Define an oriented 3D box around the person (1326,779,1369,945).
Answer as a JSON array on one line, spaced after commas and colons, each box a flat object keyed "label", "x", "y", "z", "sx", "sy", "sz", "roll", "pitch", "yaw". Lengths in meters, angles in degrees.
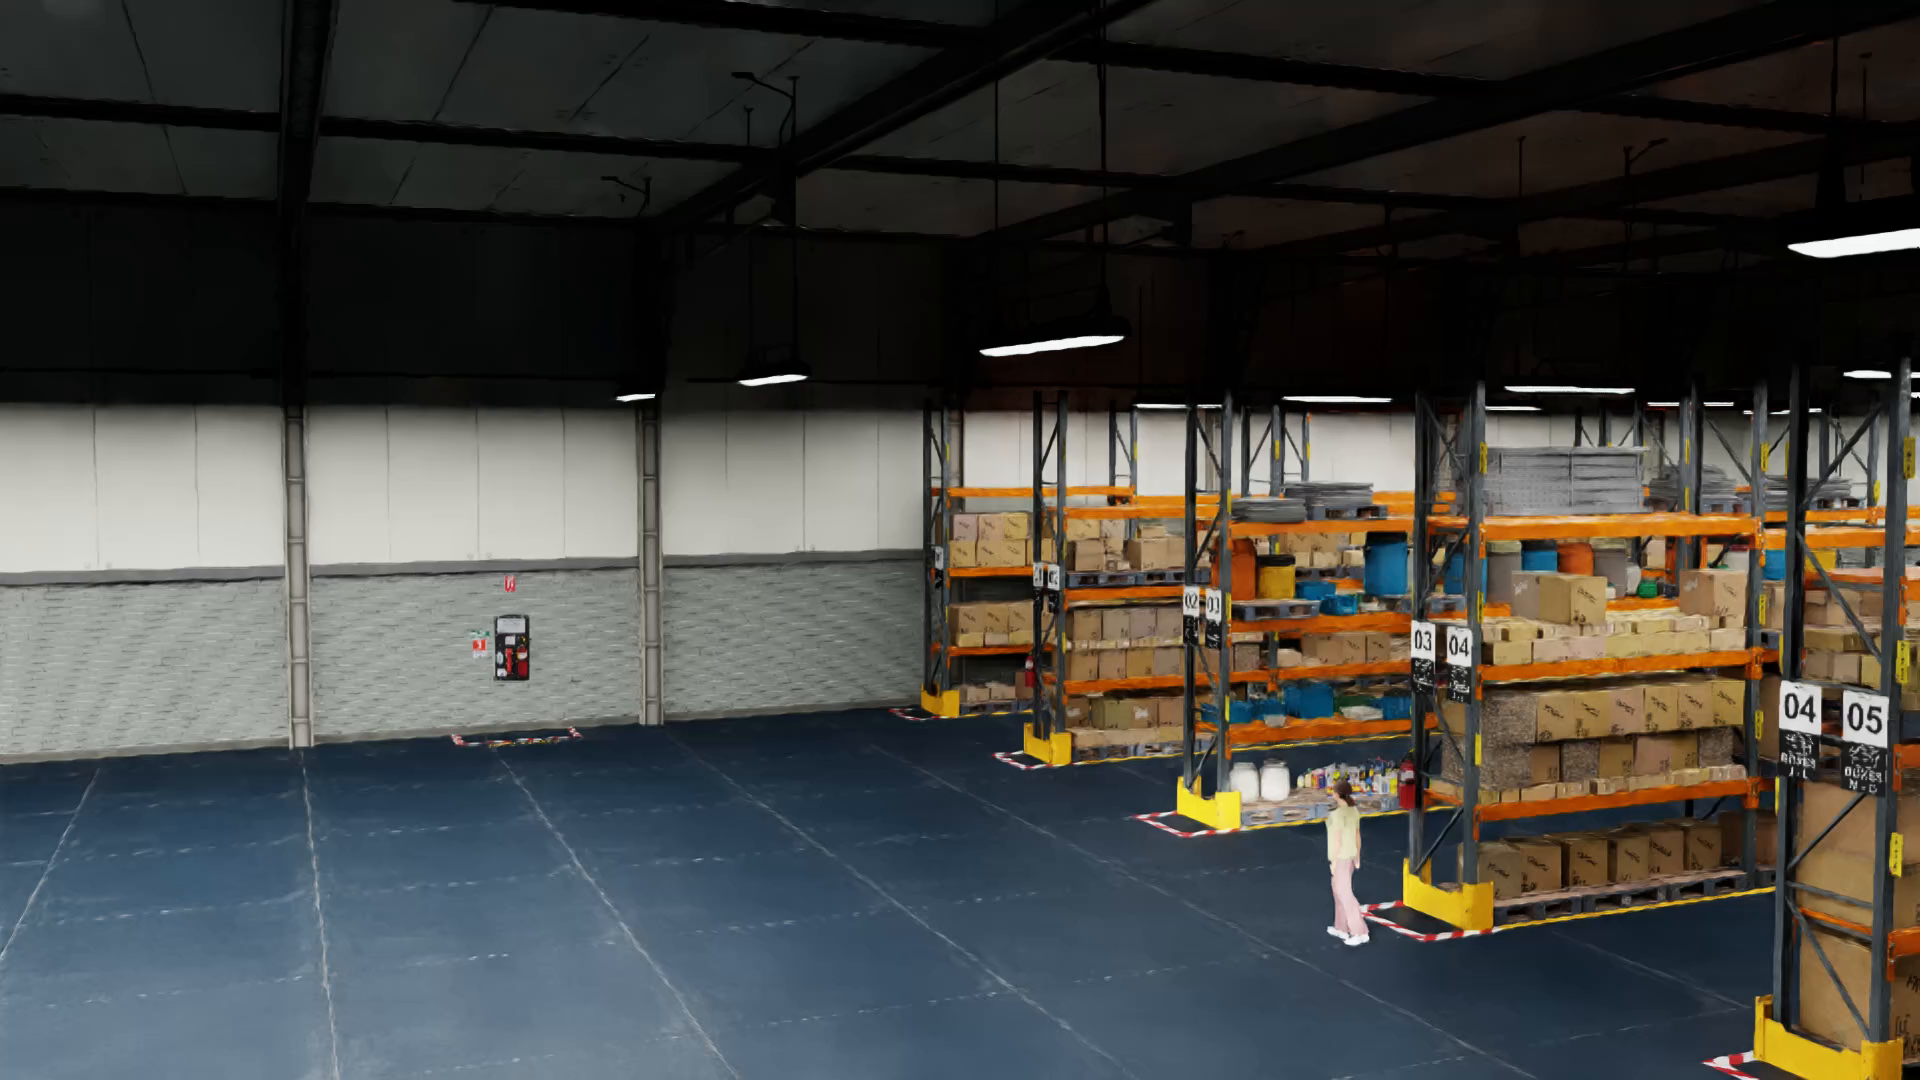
[{"label": "person", "x": 4.021, "y": 3.324, "z": 17.254, "sx": 0.543, "sy": 1.664, "sz": 0.565, "roll": 3, "pitch": 4, "yaw": 39}]
